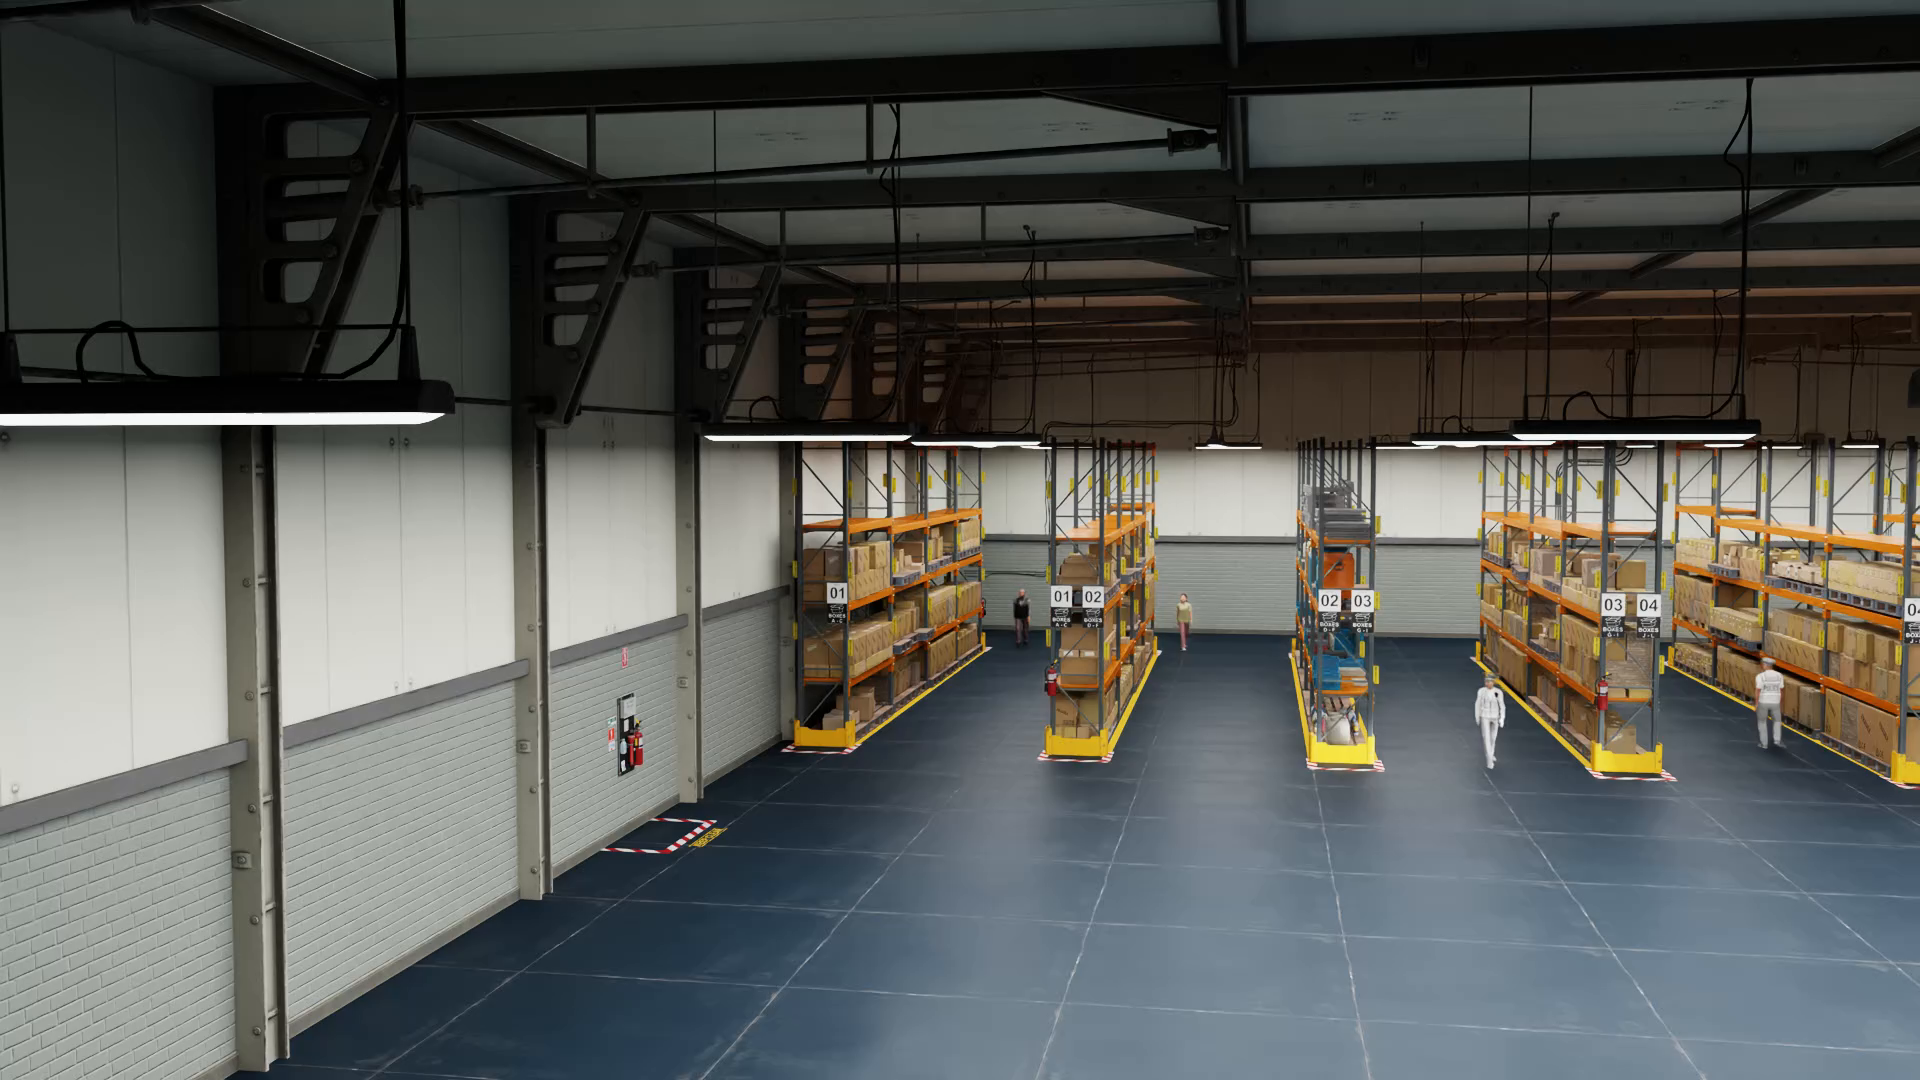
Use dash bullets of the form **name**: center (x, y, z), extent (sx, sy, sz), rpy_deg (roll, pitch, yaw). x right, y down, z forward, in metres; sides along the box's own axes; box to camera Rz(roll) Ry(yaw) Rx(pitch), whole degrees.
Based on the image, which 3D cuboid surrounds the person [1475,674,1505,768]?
- **person**: center (9.717, 3.274, 30.451), extent (0.512, 1.658, 0.845), rpy_deg (1, 3, 10)

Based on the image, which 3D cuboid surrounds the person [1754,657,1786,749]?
- **person**: center (15.604, 3.149, 32.042), extent (0.566, 1.761, 0.552), rpy_deg (1, 3, 11)

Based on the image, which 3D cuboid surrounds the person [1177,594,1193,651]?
- **person**: center (6.480, 2.357, 47.962), extent (0.430, 1.622, 1.033), rpy_deg (0, 3, -5)

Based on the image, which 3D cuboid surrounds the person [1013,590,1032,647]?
- **person**: center (1.827, 2.295, 48.813), extent (0.566, 1.666, 1.068), rpy_deg (0, 3, 7)
